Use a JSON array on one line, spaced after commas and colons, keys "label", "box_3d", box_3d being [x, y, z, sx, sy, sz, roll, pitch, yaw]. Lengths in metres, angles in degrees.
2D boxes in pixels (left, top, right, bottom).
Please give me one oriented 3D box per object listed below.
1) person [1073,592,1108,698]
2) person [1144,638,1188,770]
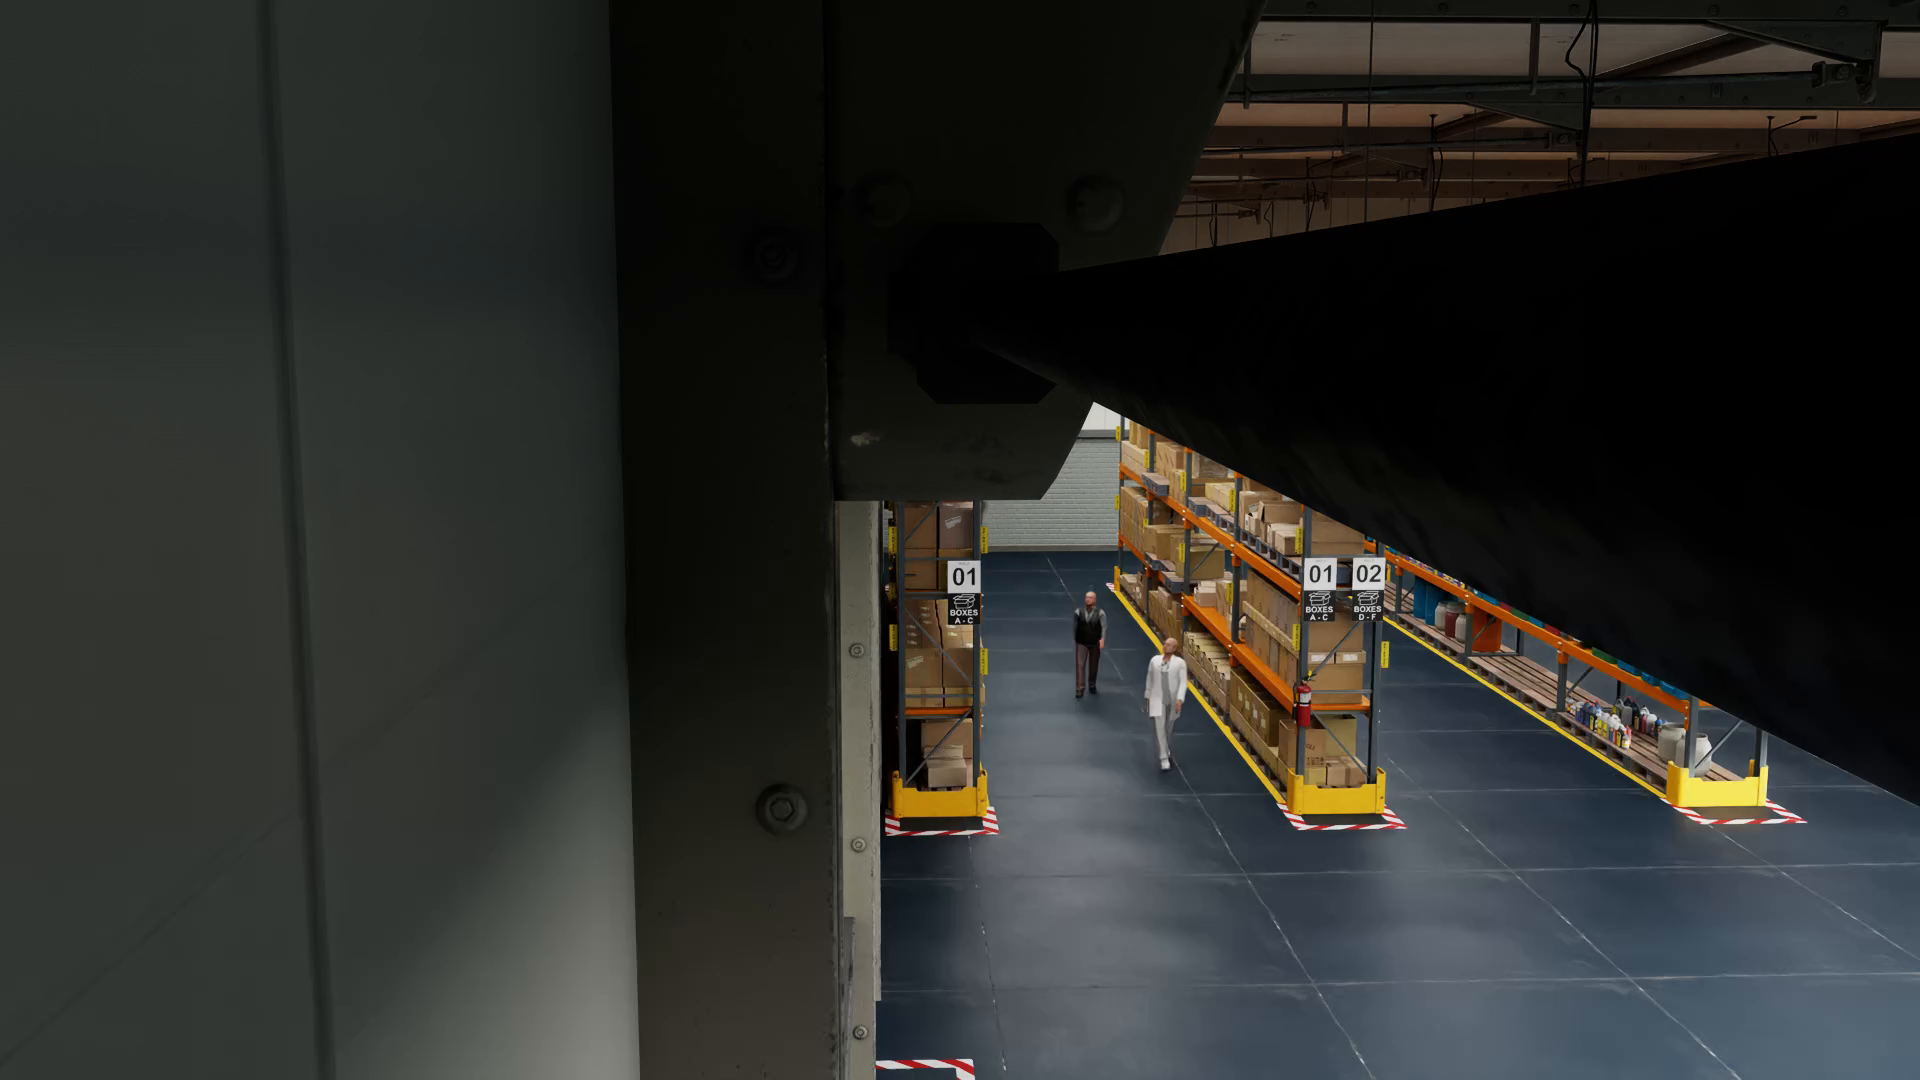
[{"label": "person", "box_3d": [2.079, 1.660, 26.605, 0.564, 1.653, 1.056, 1, 8, 6]}, {"label": "person", "box_3d": [2.834, 2.202, 22.719, 0.551, 1.709, 1.117, -1, 8, -5]}]
